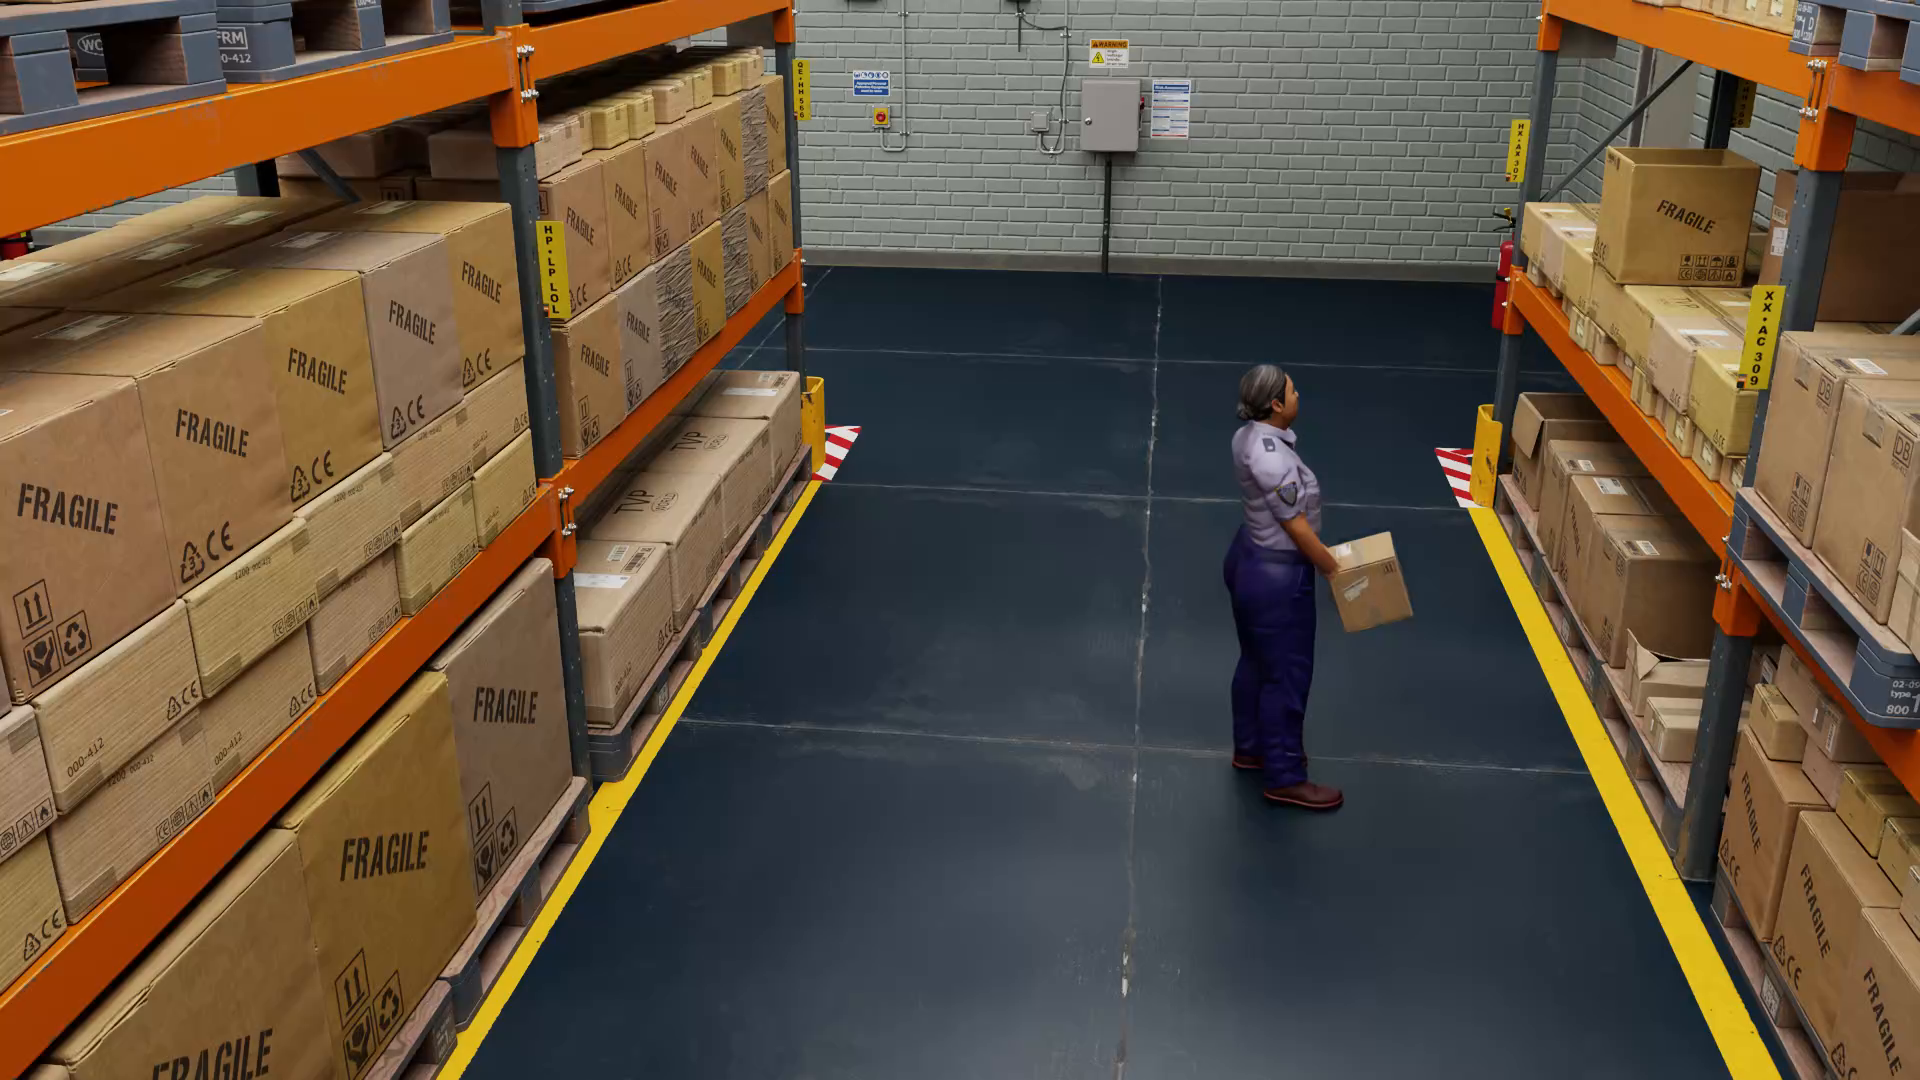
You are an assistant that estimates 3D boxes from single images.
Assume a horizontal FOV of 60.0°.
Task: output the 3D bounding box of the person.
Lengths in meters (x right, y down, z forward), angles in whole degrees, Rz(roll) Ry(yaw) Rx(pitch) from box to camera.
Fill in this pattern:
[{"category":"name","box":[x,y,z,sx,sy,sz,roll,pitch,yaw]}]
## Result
[{"category":"person","box":[1.213,0.157,6.192,0.460,1.652,0.538,-2,21,-5]}]
